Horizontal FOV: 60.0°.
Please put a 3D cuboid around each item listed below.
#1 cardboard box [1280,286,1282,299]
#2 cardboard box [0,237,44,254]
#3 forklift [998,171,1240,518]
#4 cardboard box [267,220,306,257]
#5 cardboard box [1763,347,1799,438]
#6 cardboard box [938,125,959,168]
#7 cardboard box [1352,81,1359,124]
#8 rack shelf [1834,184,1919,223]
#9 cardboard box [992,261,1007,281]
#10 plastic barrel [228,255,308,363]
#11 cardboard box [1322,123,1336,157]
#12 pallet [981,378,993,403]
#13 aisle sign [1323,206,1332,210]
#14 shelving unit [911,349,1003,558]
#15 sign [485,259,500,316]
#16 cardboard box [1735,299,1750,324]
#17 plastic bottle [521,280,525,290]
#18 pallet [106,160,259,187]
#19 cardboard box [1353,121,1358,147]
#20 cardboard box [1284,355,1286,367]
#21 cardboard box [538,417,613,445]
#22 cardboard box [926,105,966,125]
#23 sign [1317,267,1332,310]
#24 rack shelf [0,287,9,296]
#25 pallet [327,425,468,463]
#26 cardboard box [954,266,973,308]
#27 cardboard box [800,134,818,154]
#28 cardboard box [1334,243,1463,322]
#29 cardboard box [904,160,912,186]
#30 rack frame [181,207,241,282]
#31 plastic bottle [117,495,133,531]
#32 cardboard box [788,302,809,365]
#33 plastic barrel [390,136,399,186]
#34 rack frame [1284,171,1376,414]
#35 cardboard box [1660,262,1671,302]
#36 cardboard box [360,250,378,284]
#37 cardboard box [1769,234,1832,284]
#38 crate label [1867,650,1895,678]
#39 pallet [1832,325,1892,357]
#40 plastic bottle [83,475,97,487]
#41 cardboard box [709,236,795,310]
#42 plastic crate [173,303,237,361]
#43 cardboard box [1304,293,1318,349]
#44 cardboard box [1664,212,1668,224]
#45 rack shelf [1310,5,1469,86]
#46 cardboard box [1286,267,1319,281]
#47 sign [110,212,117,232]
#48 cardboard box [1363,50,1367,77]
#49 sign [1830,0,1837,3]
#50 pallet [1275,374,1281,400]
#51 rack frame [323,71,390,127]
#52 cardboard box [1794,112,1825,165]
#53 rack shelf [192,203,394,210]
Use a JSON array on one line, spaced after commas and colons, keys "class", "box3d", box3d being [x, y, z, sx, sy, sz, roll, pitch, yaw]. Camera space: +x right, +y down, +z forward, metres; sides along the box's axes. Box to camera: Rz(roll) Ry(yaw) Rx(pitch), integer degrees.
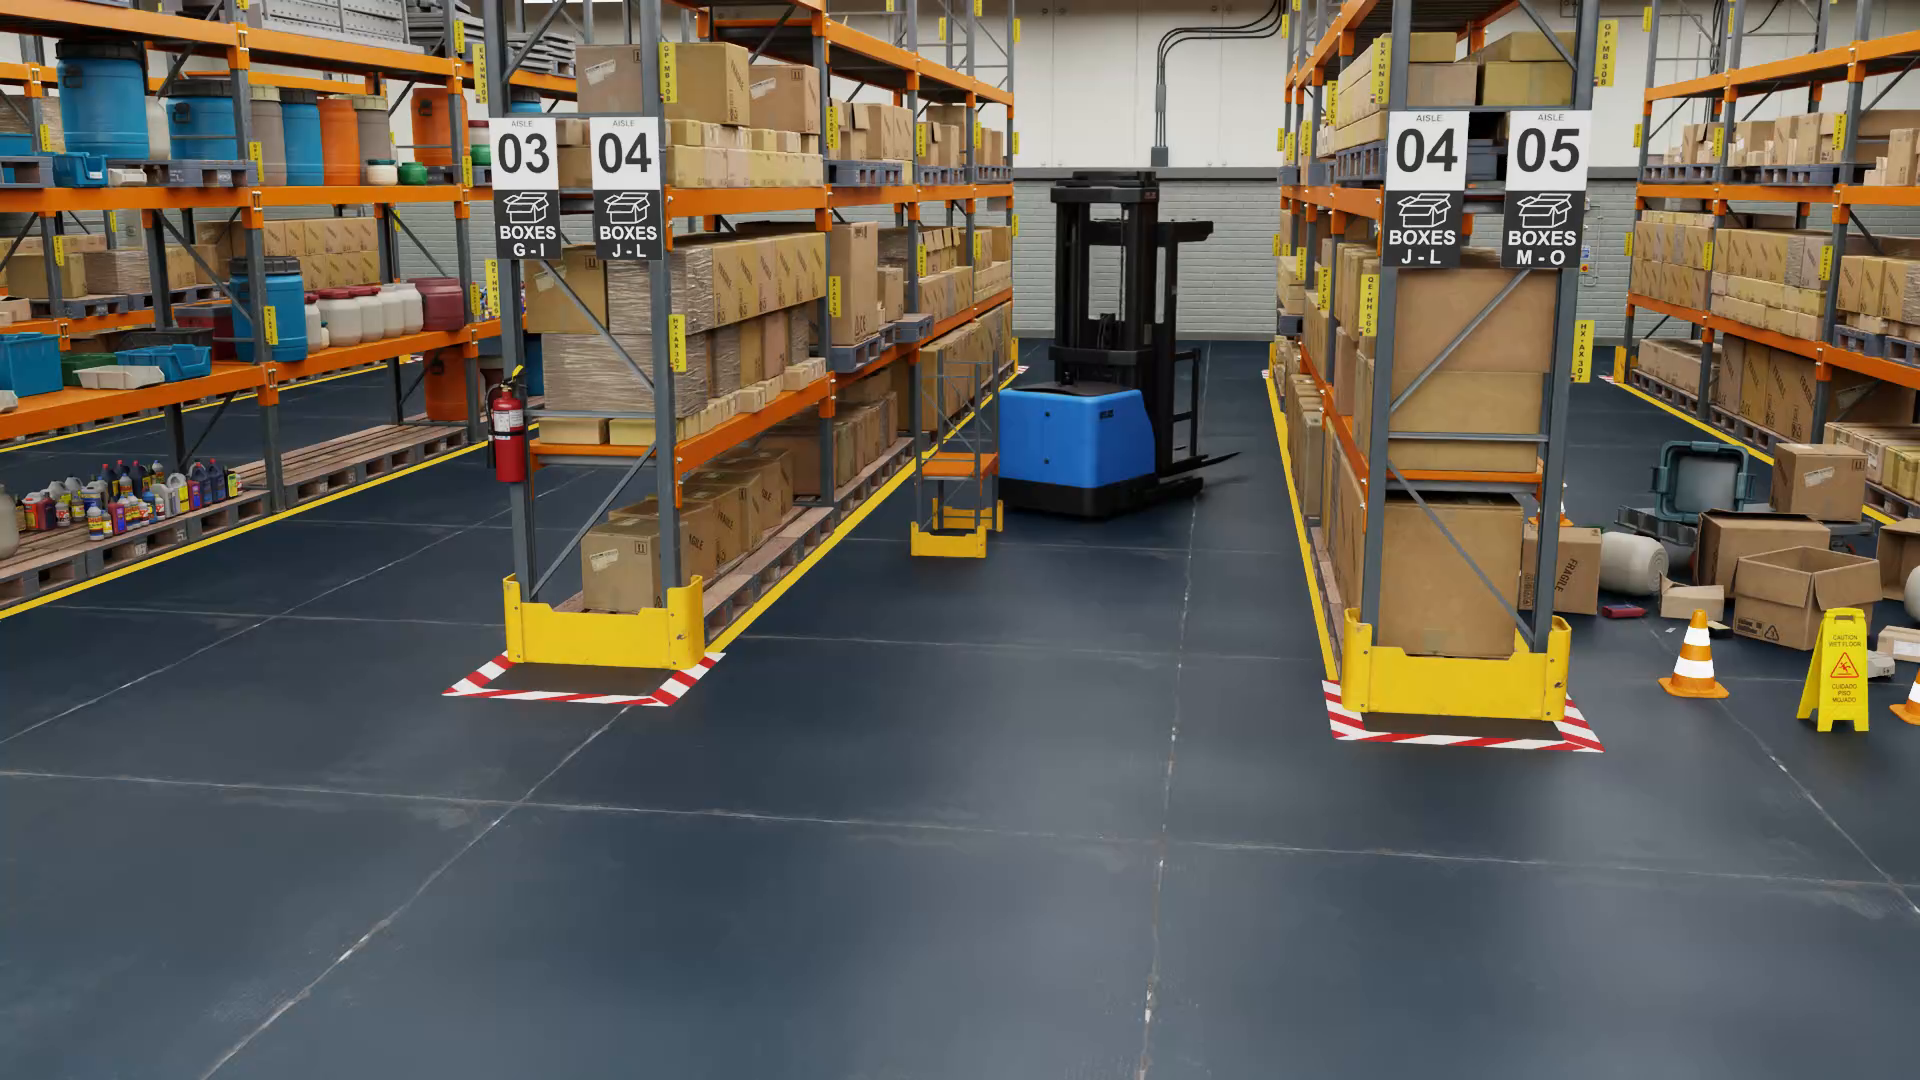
[{"class": "cardboard box", "box3d": [3.890, -2.846, 19.180, 0.380, 0.149, 0.250, 1, 12, 6]}, {"class": "cardboard box", "box3d": [-14.686, -4.272, 25.483, 0.980, 0.700, 0.700, 1, 12, 6]}, {"class": "forklift", "box3d": [1.604, -1.876, 15.243, 1.130, 2.935, 3.031, 9, 15, 36]}, {"class": "cardboard box", "box3d": [-9.681, -4.284, 23.639, 0.500, 0.500, 0.500, 1, 12, 7]}, {"class": "cardboard box", "box3d": [9.184, -1.567, 17.692, 0.875, 0.875, 0.875, 2, 12, 9]}, {"class": "cardboard box", "box3d": [-0.402, -4.827, 20.418, 0.700, 0.500, 0.500, 2, 12, 10]}, {"class": "cardboard box", "box3d": [2.750, -2.765, 10.499, 0.500, 0.250, 0.500, 2, 12, 9]}, {"class": "rack shelf", "box3d": [8.547, -2.772, 13.825, 1.077, 0.370, 4.000, 2, 12, 9]}, {"class": "cardboard box", "box3d": [0.402, -3.917, 24.201, 0.500, 0.250, 0.500, 2, 12, 8]}, {"class": "plastic barrel", "box3d": [-6.088, -2.039, 14.643, 0.600, 0.901, 0.708, 2, 12, 9]}, {"class": "cardboard box", "box3d": [3.463, -3.536, 14.636, 0.500, 0.311, 0.500, 2, 12, 8]}, {"class": "pallet", "box3d": [-0.128, -2.020, 22.367, 1.003, 0.211, 1.213, 2, 12, 9]}, {"class": "aisle sign", "box3d": [5.486, -5.155, 24.122, 0.394, 0.787, 0.004, 2, 12, 9]}, {"class": "shelving unit", "box3d": [-0.012, -0.717, 13.262, 0.587, 1.500, 1.083, 2, 12, 9]}, {"class": "sign", "box3d": [-2.714, -1.472, 9.707, 0.100, 0.325, 0.005, 2, 12, 9]}, {"class": "cardboard box", "box3d": [8.968, -2.536, 18.498, 0.500, 0.250, 0.500, 2, 12, 8]}, {"class": "plastic bottle", "box3d": [-5.715, -3.241, 21.689, 0.061, 0.283, 0.133, 2, 12, 9]}, {"class": "pallet", "box3d": [-6.461, -2.944, 13.360, 1.213, 0.211, 1.003, 2, 12, 9]}, {"class": "cardboard box", "box3d": [2.669, -2.543, 10.417, 0.380, 0.149, 0.250, 2, 12, 9]}, {"class": "cardboard box", "box3d": [4.360, -2.285, 21.336, 0.380, 0.149, 0.250, 2, 12, 9]}, {"class": "cardboard box", "box3d": [-2.328, -0.673, 10.092, 0.380, 0.149, 0.250, 2, 12, 9]}, {"class": "cardboard box", "box3d": [-0.172, -5.559, 21.798, 0.500, 0.250, 0.500, 1, 12, 5]}, {"class": "sign", "box3d": [2.795, -1.923, 12.738, 0.100, 0.325, 0.005, 2, 12, 9]}, {"class": "rack shelf", "box3d": [-14.698, -3.774, 25.592, 1.077, 0.370, 4.000, 2, 12, 9]}, {"class": "pallet", "box3d": [-5.989, -1.032, 17.783, 1.003, 0.211, 1.213, 2, 12, 9]}, {"class": "cardboard box", "box3d": [-0.125, -3.170, 20.847, 0.500, 0.500, 0.500, 2, 12, 9]}, {"class": "cardboard box", "box3d": [-1.317, -3.073, 12.923, 0.380, 0.149, 0.250, 2, 12, 10]}, {"class": "cardboard box", "box3d": [3.242, -1.906, 12.299, 0.875, 0.550, 0.550, 2, 12, 9]}, {"class": "cardboard box", "box3d": [-0.769, -3.681, 16.690, 0.500, 0.250, 0.500, 2, 12, 9]}, {"class": "rack frame", "box3d": [-10.111, -3.549, 22.843, 1.000, 3.000, 0.127, 2, 12, 9]}, {"class": "plastic bottle", "box3d": [-6.423, -0.210, 12.781, 0.097, 0.271, 0.097, 0, 12, 0]}, {"class": "cardboard box", "box3d": [-1.683, -1.665, 13.156, 0.875, 0.500, 0.500, 2, 12, 9]}, {"class": "plastic barrel", "box3d": [-6.182, -4.022, 17.650, 0.421, 0.512, 0.421, 0, 12, 0]}, {"class": "rack frame", "box3d": [4.563, -3.046, 20.507, 1.000, 3.000, 0.127, 2, 12, 9]}, {"class": "cardboard box", "box3d": [9.520, -3.381, 21.825, 0.500, 0.500, 0.500, 2, 12, 11]}, {"class": "cardboard box", "box3d": [-9.372, -4.221, 25.721, 0.500, 0.500, 0.500, 2, 12, 9]}, {"class": "cardboard box", "box3d": [8.829, -2.938, 17.395, 0.500, 0.500, 0.500, 2, 12, 9]}, {"class": "crate label", "box3d": [5.326, 0.729, 9.787, 0.250, 0.136, 0.298, -5, 13, -21]}, {"class": "pallet", "box3d": [8.850, -1.828, 15.313, 1.213, 0.211, 1.003, 2, 12, 9]}, {"class": "plastic bottle", "box3d": [-7.077, -0.383, 13.555, 0.061, 0.283, 0.133, 2, 12, 11]}, {"class": "cardboard box", "box3d": [-1.504, -1.935, 12.034, 0.500, 0.500, 0.500, 2, 12, 9]}, {"class": "plastic crate", "box3d": [-6.675, -1.865, 14.875, 0.402, 0.464, 0.583, 2, 12, 9]}, {"class": "cardboard box", "box3d": [3.536, -2.072, 15.748, 0.500, 0.500, 0.500, 2, 12, 8]}, {"class": "cardboard box", "box3d": [9.542, -4.260, 21.988, 0.380, 0.149, 0.250, 2, 12, 9]}, {"class": "rack shelf", "box3d": [3.640, -4.182, 14.198, 1.077, 0.370, 4.000, 2, 12, 9]}, {"class": "cardboard box", "box3d": [3.651, -2.810, 17.601, 0.380, 0.149, 0.250, 2, 12, 10]}, {"class": "sign", "box3d": [-13.857, -5.203, 27.206, 0.100, 0.325, 0.005, 2, 12, 9]}, {"class": "cardboard box", "box3d": [2.591, -2.828, 9.844, 0.380, 0.149, 0.250, 2, 12, 9]}, {"class": "sign", "box3d": [10.007, -6.320, 19.052, 0.100, 0.325, 0.005, 2, 12, 9]}, {"class": "pallet", "box3d": [4.816, -2.078, 22.637, 1.003, 0.211, 1.213, 2, 12, 9]}, {"class": "rack frame", "box3d": [-9.495, -7.315, 26.075, 1.000, 3.000, 0.127, 2, 12, 9]}, {"class": "cardboard box", "box3d": [8.819, -4.007, 16.611, 0.700, 0.500, 0.500, 1, 12, 6]}, {"class": "rack shelf", "box3d": [-9.803, -5.080, 24.535, 1.077, 0.370, 4.000, 2, 12, 9]}]
